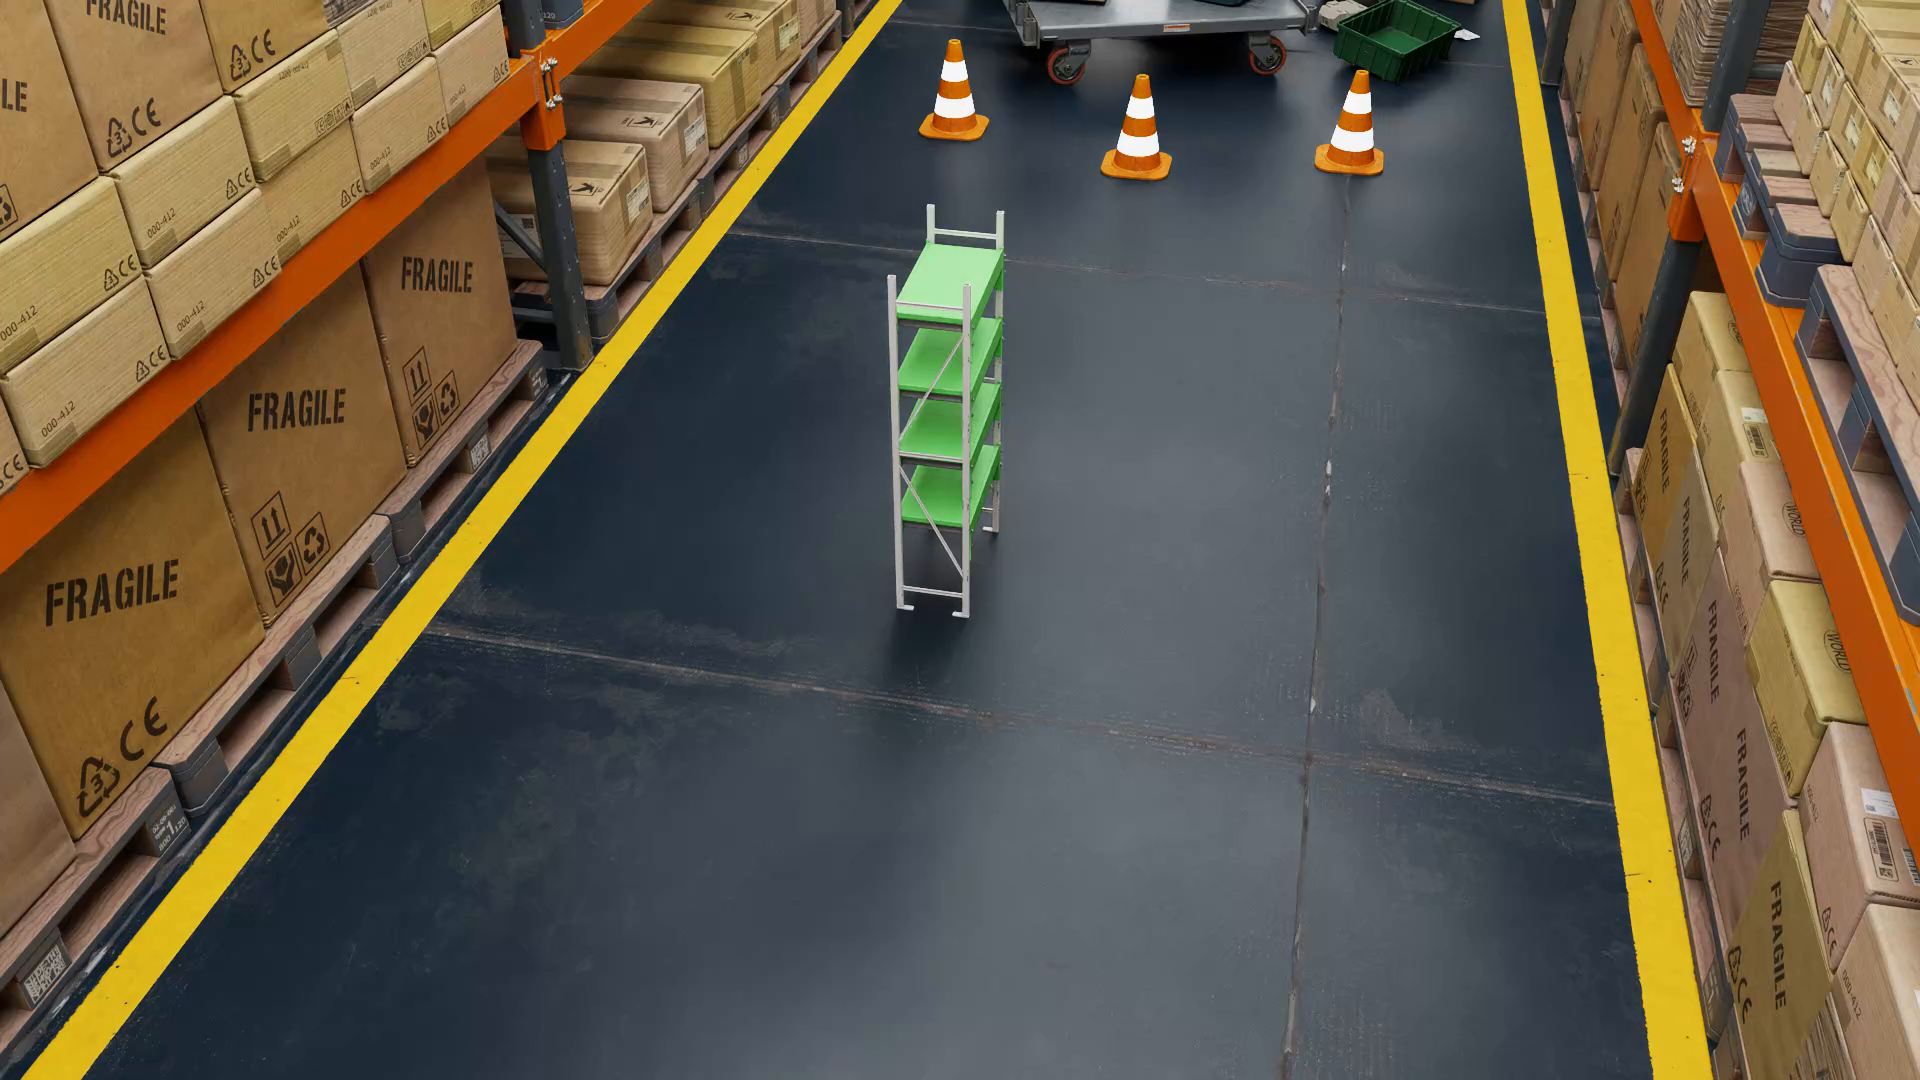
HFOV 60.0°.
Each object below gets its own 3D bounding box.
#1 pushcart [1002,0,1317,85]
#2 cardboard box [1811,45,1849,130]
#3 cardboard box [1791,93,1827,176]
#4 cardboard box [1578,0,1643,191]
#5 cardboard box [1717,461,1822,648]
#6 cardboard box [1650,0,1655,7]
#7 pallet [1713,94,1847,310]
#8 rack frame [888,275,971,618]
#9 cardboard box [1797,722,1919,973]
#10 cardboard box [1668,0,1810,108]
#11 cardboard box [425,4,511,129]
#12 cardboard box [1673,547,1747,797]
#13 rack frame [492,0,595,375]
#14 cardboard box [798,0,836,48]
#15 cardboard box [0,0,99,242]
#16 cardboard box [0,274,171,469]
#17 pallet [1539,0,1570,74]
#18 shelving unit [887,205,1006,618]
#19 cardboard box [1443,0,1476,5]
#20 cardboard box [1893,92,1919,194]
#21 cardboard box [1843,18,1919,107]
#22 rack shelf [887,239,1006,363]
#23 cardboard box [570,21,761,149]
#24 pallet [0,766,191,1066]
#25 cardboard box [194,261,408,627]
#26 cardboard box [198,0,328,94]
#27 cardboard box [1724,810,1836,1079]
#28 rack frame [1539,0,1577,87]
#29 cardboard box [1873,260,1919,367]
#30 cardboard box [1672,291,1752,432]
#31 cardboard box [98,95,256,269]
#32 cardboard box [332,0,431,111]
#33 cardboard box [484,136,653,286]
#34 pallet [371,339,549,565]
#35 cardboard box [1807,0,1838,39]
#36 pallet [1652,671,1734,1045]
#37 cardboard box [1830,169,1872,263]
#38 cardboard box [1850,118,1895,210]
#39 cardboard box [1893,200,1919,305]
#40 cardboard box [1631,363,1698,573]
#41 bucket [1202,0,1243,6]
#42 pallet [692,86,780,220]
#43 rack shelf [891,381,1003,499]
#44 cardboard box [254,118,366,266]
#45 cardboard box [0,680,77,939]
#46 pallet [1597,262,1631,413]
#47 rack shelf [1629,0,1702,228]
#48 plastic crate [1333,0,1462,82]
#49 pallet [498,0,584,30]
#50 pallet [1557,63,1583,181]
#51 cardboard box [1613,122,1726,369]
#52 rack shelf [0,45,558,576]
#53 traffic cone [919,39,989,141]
[{"bbox_3d":[1.105,-2.950,9.499,1.648,0.377,0.936,-5,36,-6],"label":"pushcart"},{"bbox_3d":[2.514,-1.195,4.445,0.380,0.149,0.250,9,37,12],"label":"cardboard box"},{"bbox_3d":[2.520,-1.097,4.564,0.380,0.149,0.250,9,37,12],"label":"cardboard box"},{"bbox_3d":[3.470,-2.046,7.576,1.050,0.750,0.750,7,37,10],"label":"cardboard box"},{"bbox_3d":[2.259,0.063,4.241,0.500,0.250,0.500,8,37,10],"label":"cardboard box"},{"bbox_3d":[2.918,-2.318,6.308,0.500,0.500,0.500,7,36,9],"label":"cardboard box"},{"bbox_3d":[2.822,-0.914,4.619,1.213,0.211,1.003,7,37,10],"label":"pallet"},{"bbox_3d":[-0.087,-0.251,5.074,0.240,1.200,0.015,7,37,10],"label":"rack frame"},{"bbox_3d":[2.050,0.666,3.408,0.500,0.250,0.500,9,37,12],"label":"cardboard box"},{"bbox_3d":[2.704,-1.746,5.518,0.500,0.500,0.500,7,37,10],"label":"cardboard box"},{"bbox_3d":[-1.842,-1.593,5.520,0.500,0.250,0.500,6,36,8],"label":"cardboard box"},{"bbox_3d":[2.260,0.386,4.434,0.500,0.500,0.500,6,36,9],"label":"cardboard box"},{"bbox_3d":[-1.988,-1.976,5.921,1.000,3.000,0.127,7,37,10],"label":"rack frame"},{"bbox_3d":[-1.243,-3.074,9.317,0.950,0.372,0.625,8,37,11],"label":"cardboard box"},{"bbox_3d":[-2.276,-0.927,3.536,0.500,0.500,0.500,6,36,9],"label":"cardboard box"},{"bbox_3d":[-2.256,-0.430,3.915,0.500,0.250,0.500,7,37,10],"label":"cardboard box"},{"bbox_3d":[3.963,-3.004,9.715,1.003,0.211,1.213,7,37,10],"label":"pallet"},{"bbox_3d":[-0.035,-0.391,5.267,0.258,1.200,0.503,7,37,10],"label":"shelving unit"},{"bbox_3d":[3.053,-3.714,10.447,0.500,0.500,0.500,14,38,18],"label":"cardboard box"},{"bbox_3d":[2.357,-0.881,3.758,0.380,0.149,0.250,9,37,12],"label":"cardboard box"},{"bbox_3d":[2.470,-1.188,4.182,0.380,0.149,0.250,7,37,10],"label":"cardboard box"},{"bbox_3d":[-0.035,-0.728,5.023,0.258,0.148,0.480,7,37,10],"label":"rack shelf"},{"bbox_3d":[-1.540,-2.263,8.198,0.950,0.372,0.625,8,37,12],"label":"cardboard box"},{"bbox_3d":[-2.751,0.994,4.198,1.003,0.211,1.213,7,37,10],"label":"pallet"},{"bbox_3d":[-2.411,-0.389,5.184,0.875,0.875,0.875,8,37,11],"label":"cardboard box"},{"bbox_3d":[-2.057,-1.513,4.345,0.500,0.500,0.500,7,37,10],"label":"cardboard box"},{"bbox_3d":[2.037,0.972,3.625,0.500,0.500,0.500,6,36,9],"label":"cardboard box"},{"bbox_3d":[3.724,-3.707,8.308,1.000,3.000,0.127,7,37,10],"label":"rack frame"},{"bbox_3d":[2.296,-0.490,3.727,0.380,0.149,0.250,8,37,11],"label":"cardboard box"},{"bbox_3d":[2.486,-0.510,5.031,0.500,0.250,0.500,6,36,8],"label":"cardboard box"},{"bbox_3d":[-2.149,-0.920,4.165,0.500,0.250,0.500,6,36,9],"label":"cardboard box"},{"bbox_3d":[-1.949,-1.514,4.985,0.500,0.250,0.500,6,36,9],"label":"cardboard box"},{"bbox_3d":[-1.857,-1.405,7.014,0.950,0.372,0.625,5,36,7],"label":"cardboard box"},{"bbox_3d":[-2.230,-0.405,6.128,1.003,0.211,1.213,7,37,10],"label":"pallet"},{"bbox_3d":[2.581,-1.480,4.585,0.380,0.149,0.250,7,37,10],"label":"cardboard box"},{"bbox_3d":[2.439,0.861,4.383,1.003,0.211,1.213,7,37,10],"label":"pallet"},{"bbox_3d":[2.406,-0.787,4.136,0.380,0.149,0.250,9,37,12],"label":"cardboard box"},{"bbox_3d":[2.407,-0.897,4.034,0.380,0.149,0.250,7,37,10],"label":"cardboard box"},{"bbox_3d":[2.297,-0.612,3.641,0.380,0.149,0.250,7,37,10],"label":"cardboard box"},{"bbox_3d":[2.470,-0.198,5.239,0.500,0.500,0.500,6,36,8],"label":"cardboard box"},{"bbox_3d":[1.501,-3.364,9.329,0.726,0.611,0.620,20,51,26],"label":"bucket"},{"bbox_3d":[-1.557,-1.992,8.319,1.003,0.211,1.213,7,37,10],"label":"pallet"},{"bbox_3d":[-0.035,-0.339,5.304,0.258,0.148,0.480,7,37,10],"label":"rack shelf"},{"bbox_3d":[-2.059,-1.011,4.717,0.500,0.250,0.500,7,37,9],"label":"cardboard box"},{"bbox_3d":[-2.788,0.642,3.761,0.875,0.875,0.875,8,37,11],"label":"cardboard box"},{"bbox_3d":[3.112,-0.727,6.573,1.003,0.211,1.213,7,37,10],"label":"pallet"},{"bbox_3d":[3.297,-2.269,6.938,1.077,0.370,4.000,7,37,10],"label":"rack shelf"},{"bbox_3d":[2.481,-2.855,9.481,0.450,0.188,0.662,36,48,26],"label":"plastic crate"},{"bbox_3d":[-1.939,-2.320,6.559,1.213,0.211,1.003,7,37,10],"label":"pallet"},{"bbox_3d":[3.633,-2.126,8.503,1.003,0.211,1.213,7,37,10],"label":"pallet"},{"bbox_3d":[3.088,-1.011,6.147,1.050,0.750,0.750,7,36,9],"label":"cardboard box"},{"bbox_3d":[-2.415,-0.538,4.550,1.077,0.370,4.000,7,37,10],"label":"rack shelf"},{"bbox_3d":[-0.030,-2.356,8.606,0.336,0.463,0.334,7,37,10],"label":"traffic cone"}]
